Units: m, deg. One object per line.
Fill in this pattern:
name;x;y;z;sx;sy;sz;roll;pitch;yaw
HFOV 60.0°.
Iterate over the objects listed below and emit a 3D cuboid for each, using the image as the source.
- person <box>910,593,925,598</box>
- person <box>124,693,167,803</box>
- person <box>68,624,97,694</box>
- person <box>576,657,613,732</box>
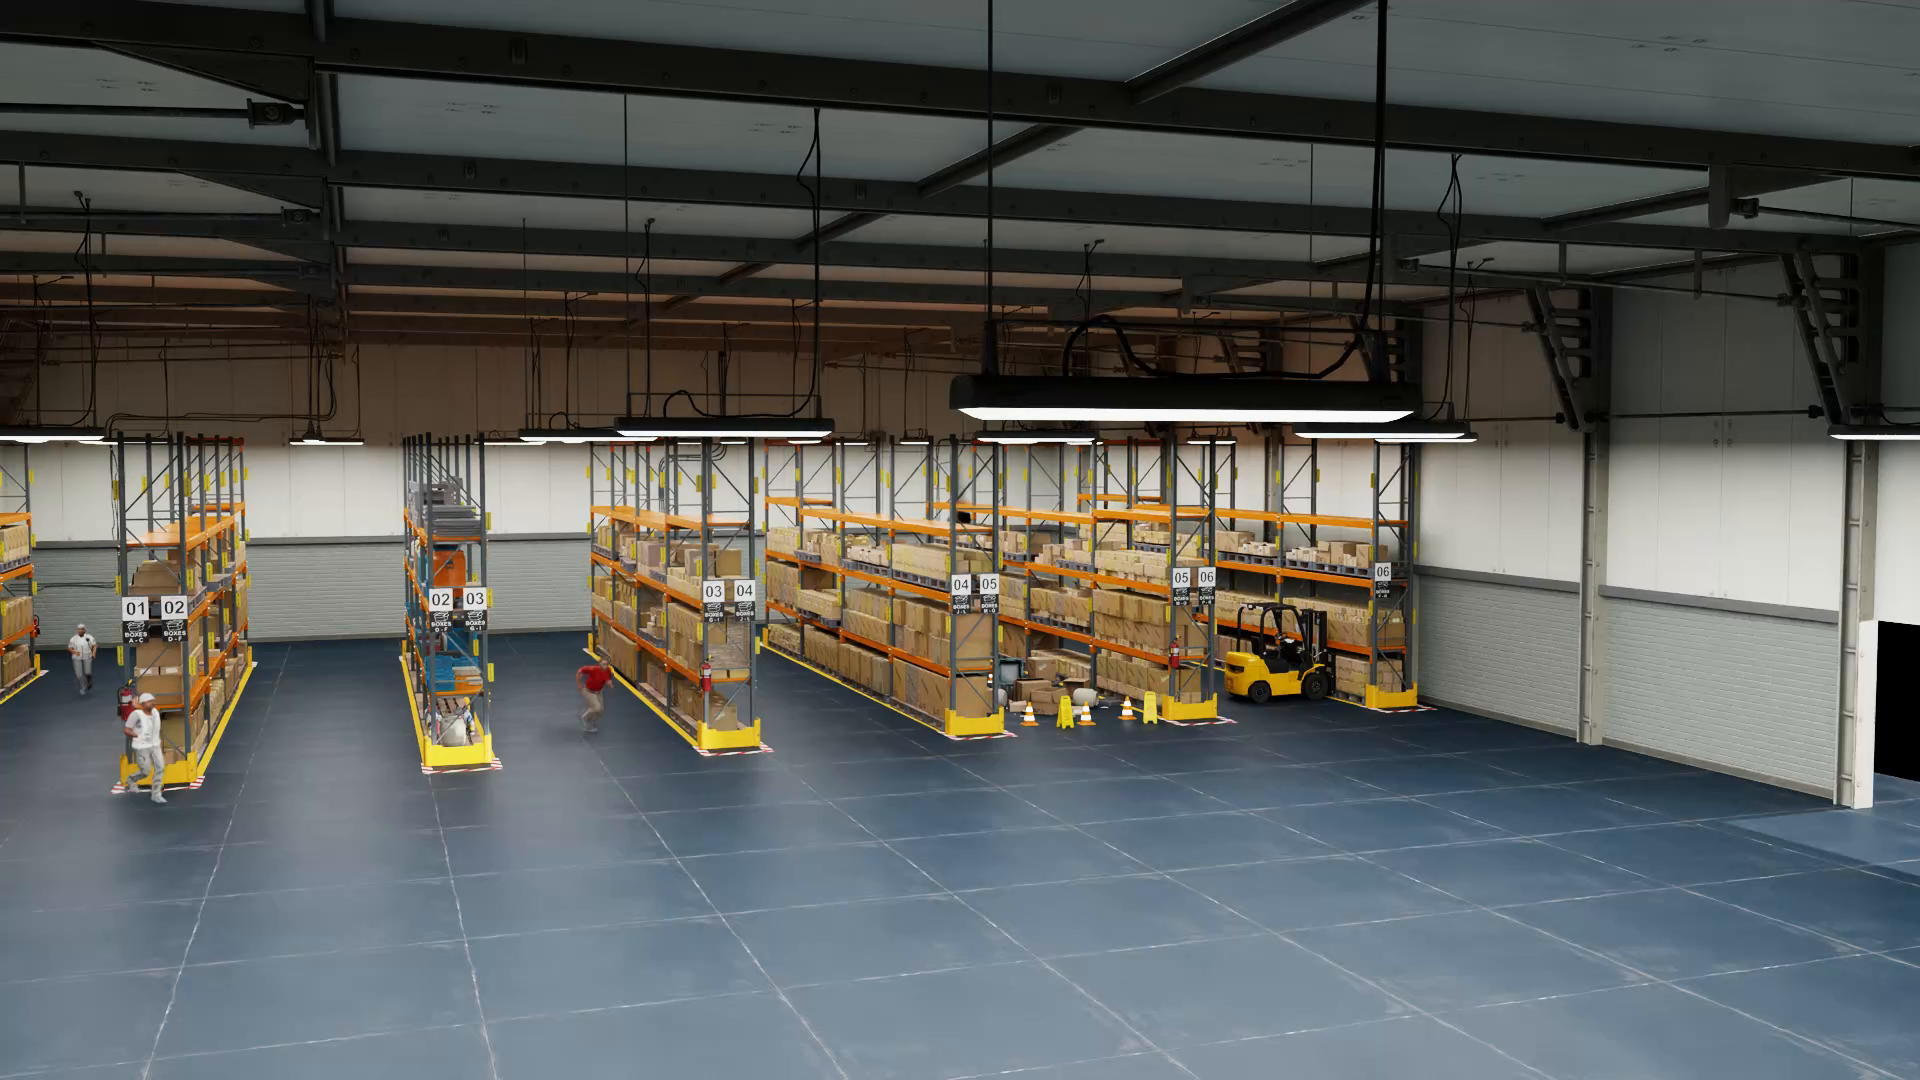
person;-1.238;2.038;51.395;0.747;1.757;0.546;-2;4;-28
person;-13.203;3.364;26.942;0.813;1.786;0.718;2;3;25
person;-20.365;2.774;38.610;0.599;1.628;0.539;-2;4;-26
person;-7.317;3.103;33.292;0.889;1.551;0.694;3;4;40
